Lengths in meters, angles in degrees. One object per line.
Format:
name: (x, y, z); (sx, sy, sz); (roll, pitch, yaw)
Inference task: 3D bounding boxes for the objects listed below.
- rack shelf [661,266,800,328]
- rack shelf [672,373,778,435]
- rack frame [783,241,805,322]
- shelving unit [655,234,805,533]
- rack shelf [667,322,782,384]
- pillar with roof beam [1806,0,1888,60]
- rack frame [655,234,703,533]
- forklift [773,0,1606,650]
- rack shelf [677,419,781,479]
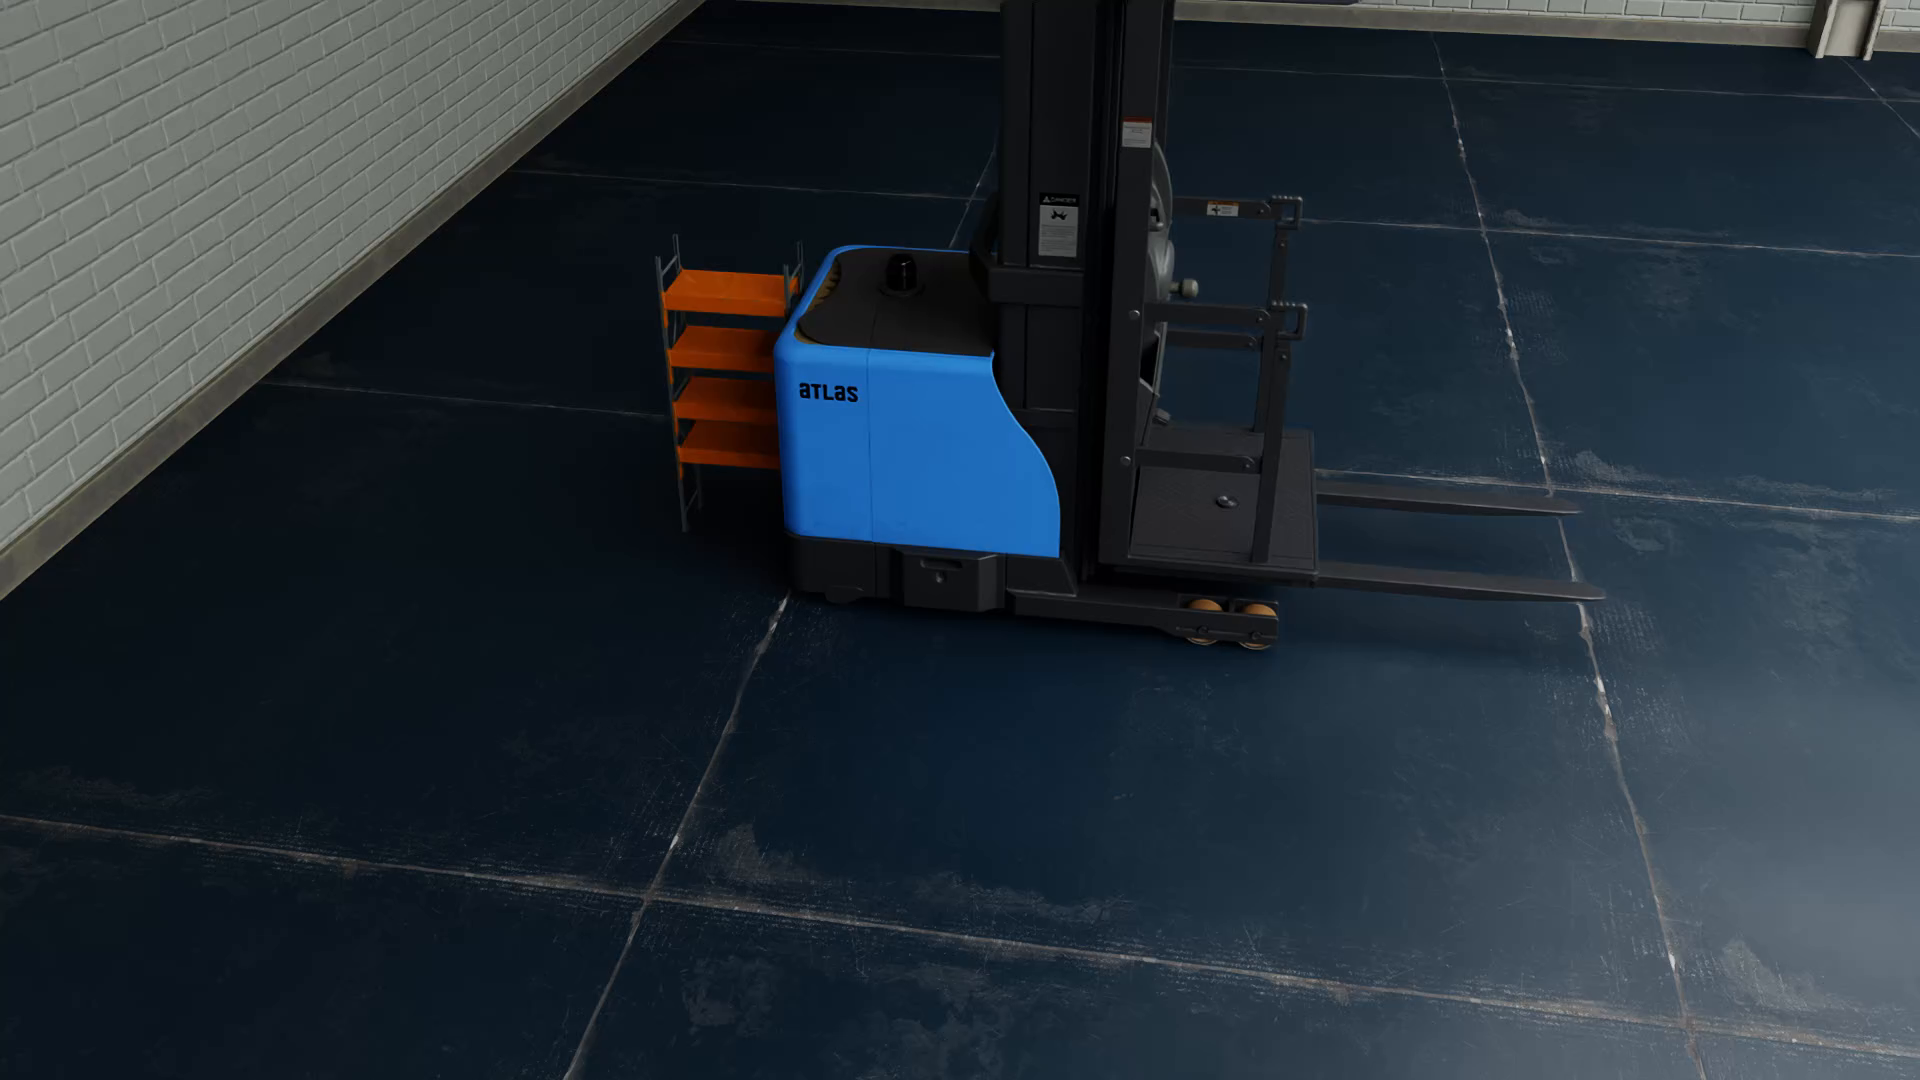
rack shelf: (-0.865, -0.912, 6.336); (0.480, 0.148, 0.258); (5, 32, 8)
rack shelf: (-0.865, -0.522, 6.580); (0.480, 0.148, 0.258); (5, 32, 8)
rack frame: (-0.624, -0.559, 6.512); (0.015, 1.200, 0.240); (5, 32, 8)
shelving unit: (-0.865, -0.579, 6.544); (0.503, 1.200, 0.258); (5, 32, 8)
rack shelf: (-0.865, -0.712, 6.461); (0.480, 0.148, 0.258); (5, 32, 8)
pillar with roof beam: (5.964, -5.274, 6.694); (0.400, 9.000, 9.100); (5, 32, 8)
rack frame: (-1.106, -0.599, 6.577); (0.015, 1.200, 0.240); (5, 32, 8)
forklift: (0.887, -1.144, 5.815); (3.031, 2.935, 1.130); (5, 32, 8)
rack shelf: (-0.865, -0.354, 6.685); (0.480, 0.148, 0.258); (5, 32, 8)
